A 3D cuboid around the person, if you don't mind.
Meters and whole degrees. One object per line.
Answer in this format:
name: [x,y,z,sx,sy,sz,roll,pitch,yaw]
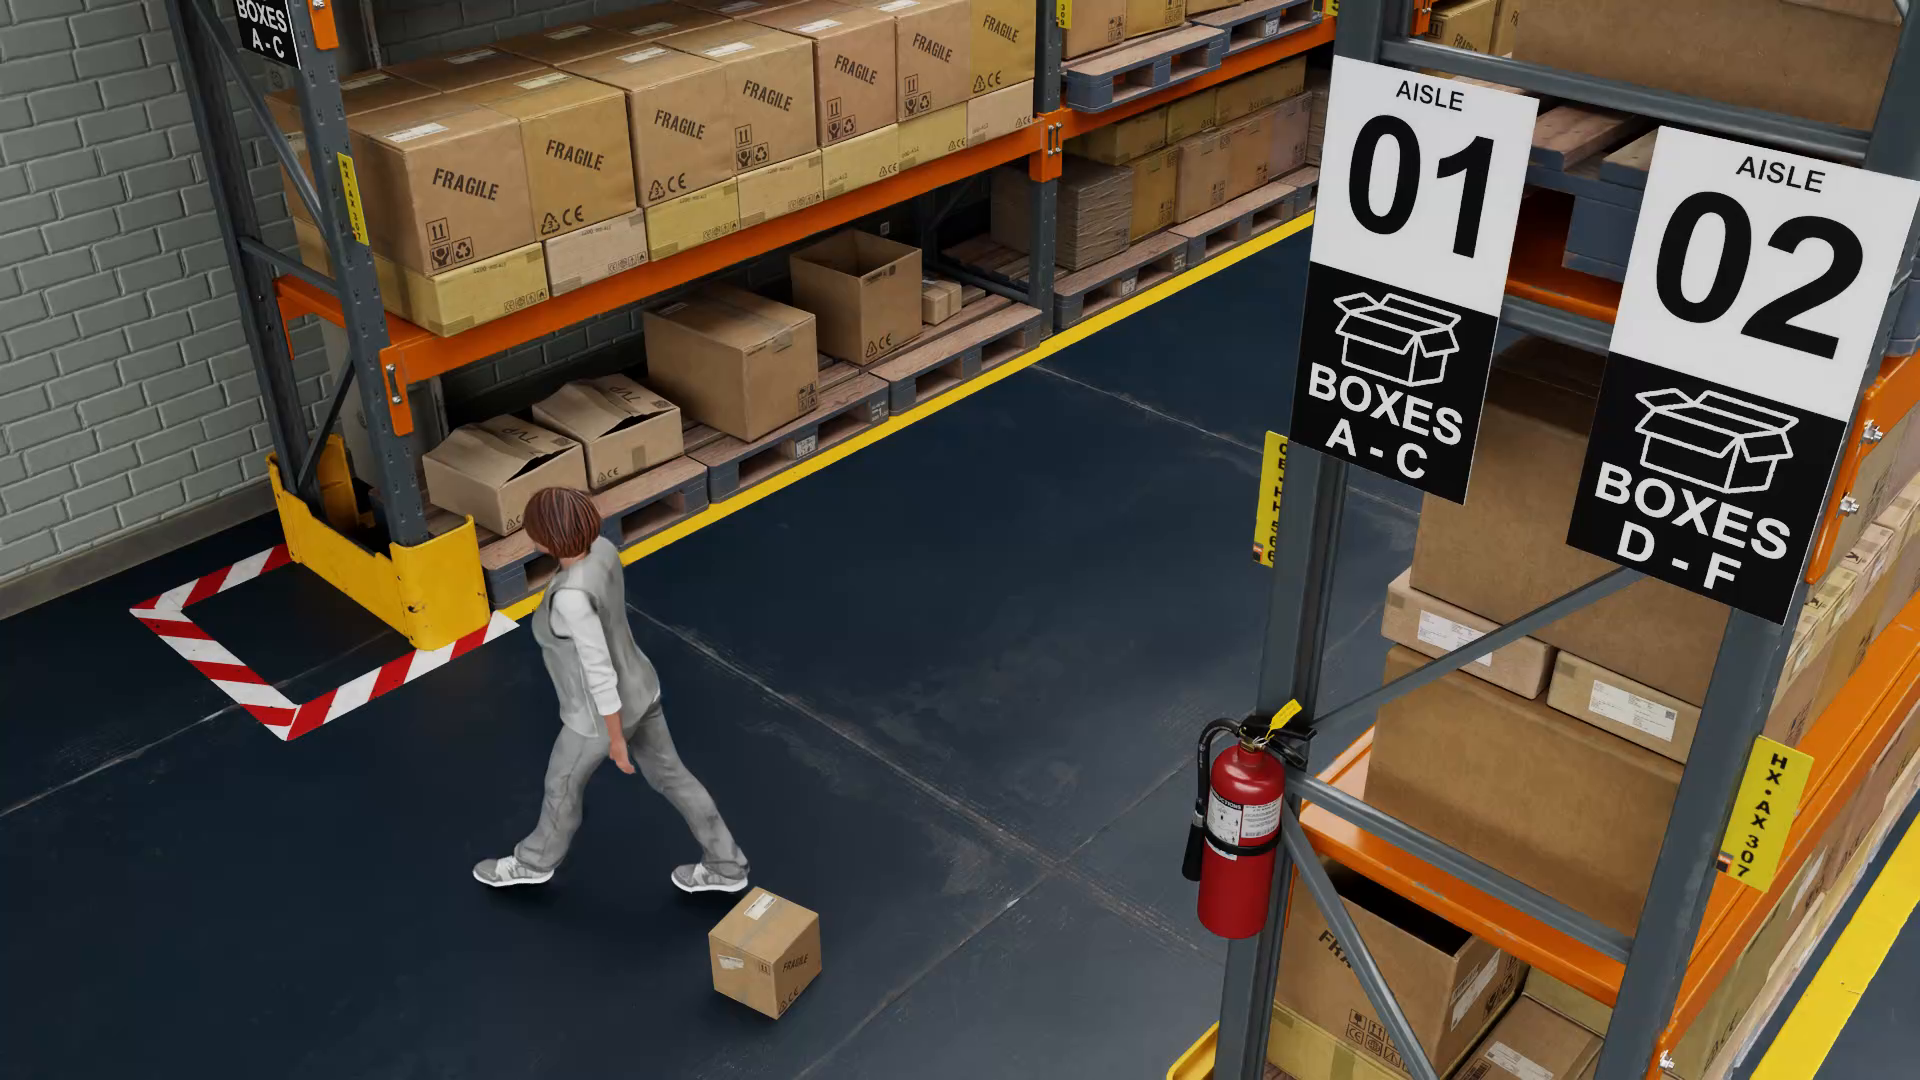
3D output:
person: [-1.173,0.499,5.326,0.951,1.531,0.425,6,32,10]
